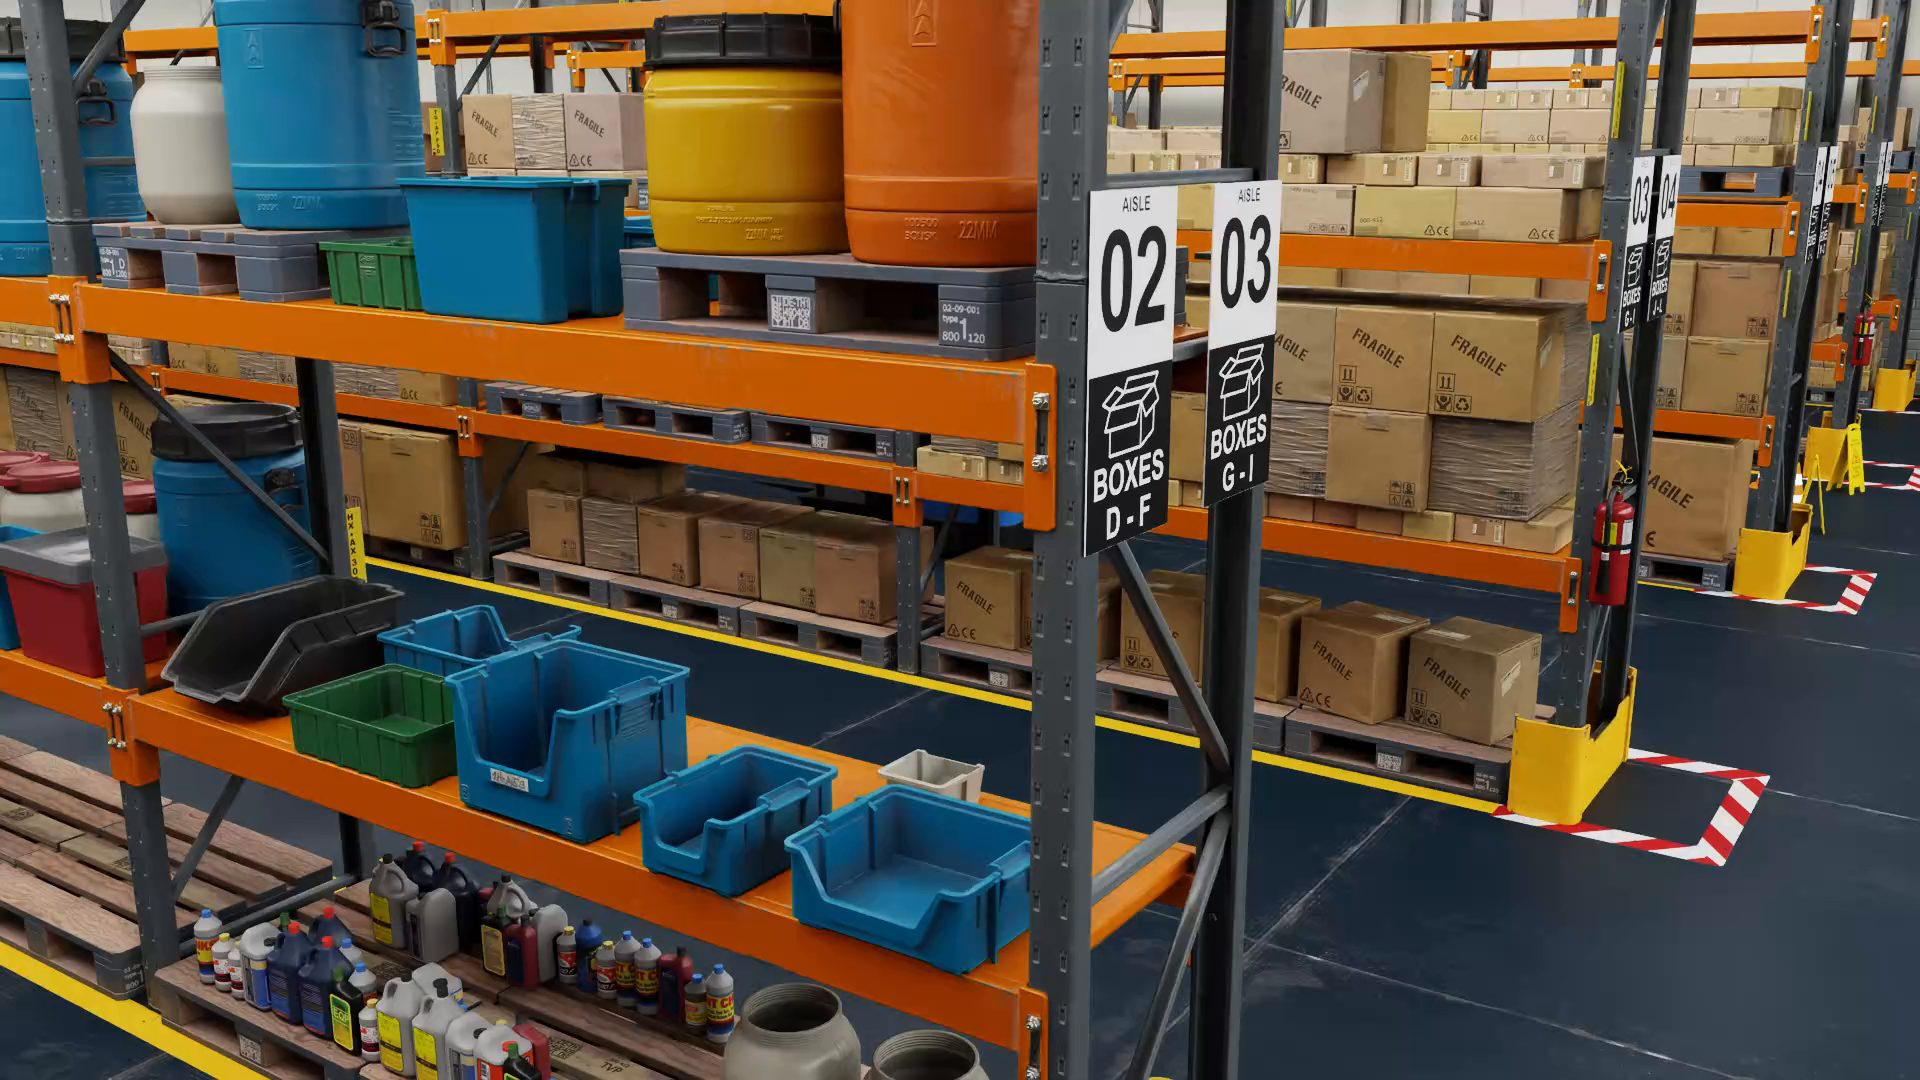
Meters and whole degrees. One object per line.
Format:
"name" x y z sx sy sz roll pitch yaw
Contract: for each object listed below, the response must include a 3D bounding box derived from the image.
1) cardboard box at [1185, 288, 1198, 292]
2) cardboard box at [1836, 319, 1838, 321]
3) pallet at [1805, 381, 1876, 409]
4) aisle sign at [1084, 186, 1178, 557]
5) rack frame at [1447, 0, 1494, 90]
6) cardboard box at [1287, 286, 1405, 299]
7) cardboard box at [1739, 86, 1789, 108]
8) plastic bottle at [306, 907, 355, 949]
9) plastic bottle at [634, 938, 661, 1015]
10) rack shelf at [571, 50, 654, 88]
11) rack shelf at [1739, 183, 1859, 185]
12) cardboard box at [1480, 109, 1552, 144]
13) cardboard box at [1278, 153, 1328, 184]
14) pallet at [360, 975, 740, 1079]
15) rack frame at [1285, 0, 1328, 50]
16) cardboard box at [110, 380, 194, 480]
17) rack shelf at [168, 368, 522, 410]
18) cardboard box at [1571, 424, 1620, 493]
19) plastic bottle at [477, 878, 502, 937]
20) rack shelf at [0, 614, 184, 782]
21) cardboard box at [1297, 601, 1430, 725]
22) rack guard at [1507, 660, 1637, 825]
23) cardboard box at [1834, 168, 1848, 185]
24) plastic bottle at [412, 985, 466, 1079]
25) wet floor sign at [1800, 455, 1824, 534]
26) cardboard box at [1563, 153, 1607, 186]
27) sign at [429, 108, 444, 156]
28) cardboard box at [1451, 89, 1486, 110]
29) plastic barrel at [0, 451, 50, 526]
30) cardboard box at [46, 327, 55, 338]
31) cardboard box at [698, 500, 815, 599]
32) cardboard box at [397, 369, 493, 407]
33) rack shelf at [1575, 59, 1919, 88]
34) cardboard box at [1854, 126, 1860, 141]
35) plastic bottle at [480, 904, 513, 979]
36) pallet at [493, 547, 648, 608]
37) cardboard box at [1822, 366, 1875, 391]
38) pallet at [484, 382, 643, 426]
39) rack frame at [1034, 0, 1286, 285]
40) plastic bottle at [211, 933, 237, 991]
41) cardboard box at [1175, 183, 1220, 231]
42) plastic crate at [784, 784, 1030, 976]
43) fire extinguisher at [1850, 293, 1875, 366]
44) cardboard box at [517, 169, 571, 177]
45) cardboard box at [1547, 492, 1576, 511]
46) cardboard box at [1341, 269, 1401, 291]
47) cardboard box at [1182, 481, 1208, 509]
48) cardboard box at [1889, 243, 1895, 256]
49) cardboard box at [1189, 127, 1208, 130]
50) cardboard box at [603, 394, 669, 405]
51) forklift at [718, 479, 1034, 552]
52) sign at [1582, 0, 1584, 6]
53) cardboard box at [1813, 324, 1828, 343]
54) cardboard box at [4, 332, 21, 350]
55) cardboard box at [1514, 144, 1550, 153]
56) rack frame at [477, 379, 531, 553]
"cardboard box" 0.997 -1.148 9.311 0.500 0.500 0.500 9 17 33
"cardboard box" 10.843 -2.668 21.124 0.500 0.250 0.500 9 17 33
"pallet" 10.895 -1.885 20.999 1.213 0.211 1.003 9 17 33
"aisle sign" 0.384 -0.384 3.722 0.004 0.787 0.394 9 17 33
"rack frame" 5.466 -5.603 17.730 0.127 3.000 1.000 9 17 33
"cardboard box" 2.124 -1.120 9.198 0.500 0.500 0.500 9 17 33
"cardboard box" 5.638 -3.105 11.663 0.250 0.149 0.380 9 17 33
"plastic bottle" -2.310 1.507 6.089 0.185 0.351 0.144 9 17 33
"plastic bottle" -1.125 1.569 6.006 0.097 0.271 0.097 0 14 0
"rack shelf" -2.191 -4.864 17.073 4.000 0.370 1.077 9 17 33
"rack shelf" 7.126 -3.624 17.070 3.809 0.124 0.919 9 17 33
"cardboard box" 4.296 -3.146 12.659 0.500 0.250 0.500 9 17 33
"cardboard box" 1.774 -1.906 8.521 0.250 0.149 0.380 8 16 30
"pallet" 0.763 0.567 7.171 2.714 2.096 6.086 9 17 33
"rack frame" 2.788 -4.602 13.688 0.127 3.000 1.000 9 17 33
"cardboard box" -7.206 -1.065 15.430 0.875 0.875 0.875 9 17 33
"rack shelf" -5.043 -1.265 13.782 3.809 0.124 0.919 9 17 33
"cardboard box" 4.776 -0.522 13.236 0.875 0.875 0.875 9 16 32
"plastic bottle" -1.816 1.446 6.477 0.133 0.283 0.061 11 17 37
"rack shelf" -4.488 0.354 7.649 4.000 0.370 1.077 9 17 33
"cardboard box" 2.231 0.671 9.200 0.500 0.500 0.500 -12 18 -39
"rack guard" 3.191 1.025 8.643 0.348 0.500 1.175 9 17 33
"cardboard box" 8.333 -3.481 15.922 0.250 0.149 0.380 9 17 33
"plastic bottle" -1.727 1.643 5.540 0.185 0.351 0.144 10 17 35
"wet floor sign" 7.236 -0.402 14.104 0.232 0.644 0.267 6 15 23
"cardboard box" 3.155 -1.838 8.247 0.250 0.149 0.380 9 17 32
"sign" -3.700 -2.887 11.761 0.005 0.325 0.100 9 17 33
"cardboard box" 3.957 -3.377 12.761 0.250 0.149 0.380 9 17 33
"plastic barrel" -4.468 -0.122 7.790 0.433 0.535 0.433 0 14 0
"cardboard box" -8.070 -2.004 15.368 0.500 0.250 0.500 10 17 34
"cardboard box" -1.412 0.056 11.642 0.500 0.500 0.700 8 16 28
"cardboard box" -3.931 -1.317 12.691 0.500 0.500 0.500 10 17 35
"rack shelf" 9.893 -5.782 20.781 4.000 0.370 1.077 9 17 33
"cardboard box" 8.604 -3.964 16.215 0.250 0.149 0.380 9 17 32
"plastic bottle" -1.742 1.500 6.261 0.133 0.283 0.061 9 17 33
"pallet" -9.160 1.309 8.095 6.755 0.211 15.783 9 17 33
"cardboard box" 10.986 -2.014 20.564 0.500 0.250 0.500 9 17 33
"pallet" -2.733 -1.084 12.358 1.003 0.211 1.213 9 17 33
"rack frame" 0.490 -2.103 3.591 0.127 3.000 1.000 9 17 33
"plastic bottle" -2.725 1.561 6.182 0.097 0.201 0.097 0 14 0
"cardboard box" 1.456 -1.779 8.837 0.500 0.250 0.500 9 16 32
"plastic crate" -0.092 0.874 4.360 0.616 0.251 0.499 9 17 33
"fire extinguisher" 8.623 -2.010 15.860 0.183 0.674 0.296 9 17 33
"cardboard box" -2.710 -2.452 11.555 0.500 0.250 0.500 10 17 34
"cardboard box" 3.151 -0.142 8.678 0.250 0.149 0.380 9 17 33
"cardboard box" 3.596 -2.180 13.829 0.550 0.550 0.875 9 17 33
"cardboard box" 1.431 -0.281 9.239 0.250 0.149 0.380 9 17 33
"cardboard box" 11.416 -3.605 20.587 0.250 0.149 0.380 9 16 31
"cardboard box" 3.598 -6.066 24.708 0.250 0.149 0.380 9 16 32
"cardboard box" -2.121 -1.112 11.510 0.500 0.250 0.500 9 16 31
"forklift" -3.236 -0.885 11.298 4.943 2.935 8.118 8 16 29
"sign" 7.940 -6.975 21.165 0.005 0.325 0.100 9 17 33
"cardboard box" 8.356 -2.040 16.344 0.250 0.149 0.380 10 17 35
"cardboard box" -8.843 -1.917 15.847 0.250 0.149 0.380 9 16 32
"cardboard box" 4.376 -2.922 12.583 0.250 0.149 0.380 9 17 33
"rack frame" -3.382 -1.252 12.638 0.053 2.616 0.949 9 17 33
